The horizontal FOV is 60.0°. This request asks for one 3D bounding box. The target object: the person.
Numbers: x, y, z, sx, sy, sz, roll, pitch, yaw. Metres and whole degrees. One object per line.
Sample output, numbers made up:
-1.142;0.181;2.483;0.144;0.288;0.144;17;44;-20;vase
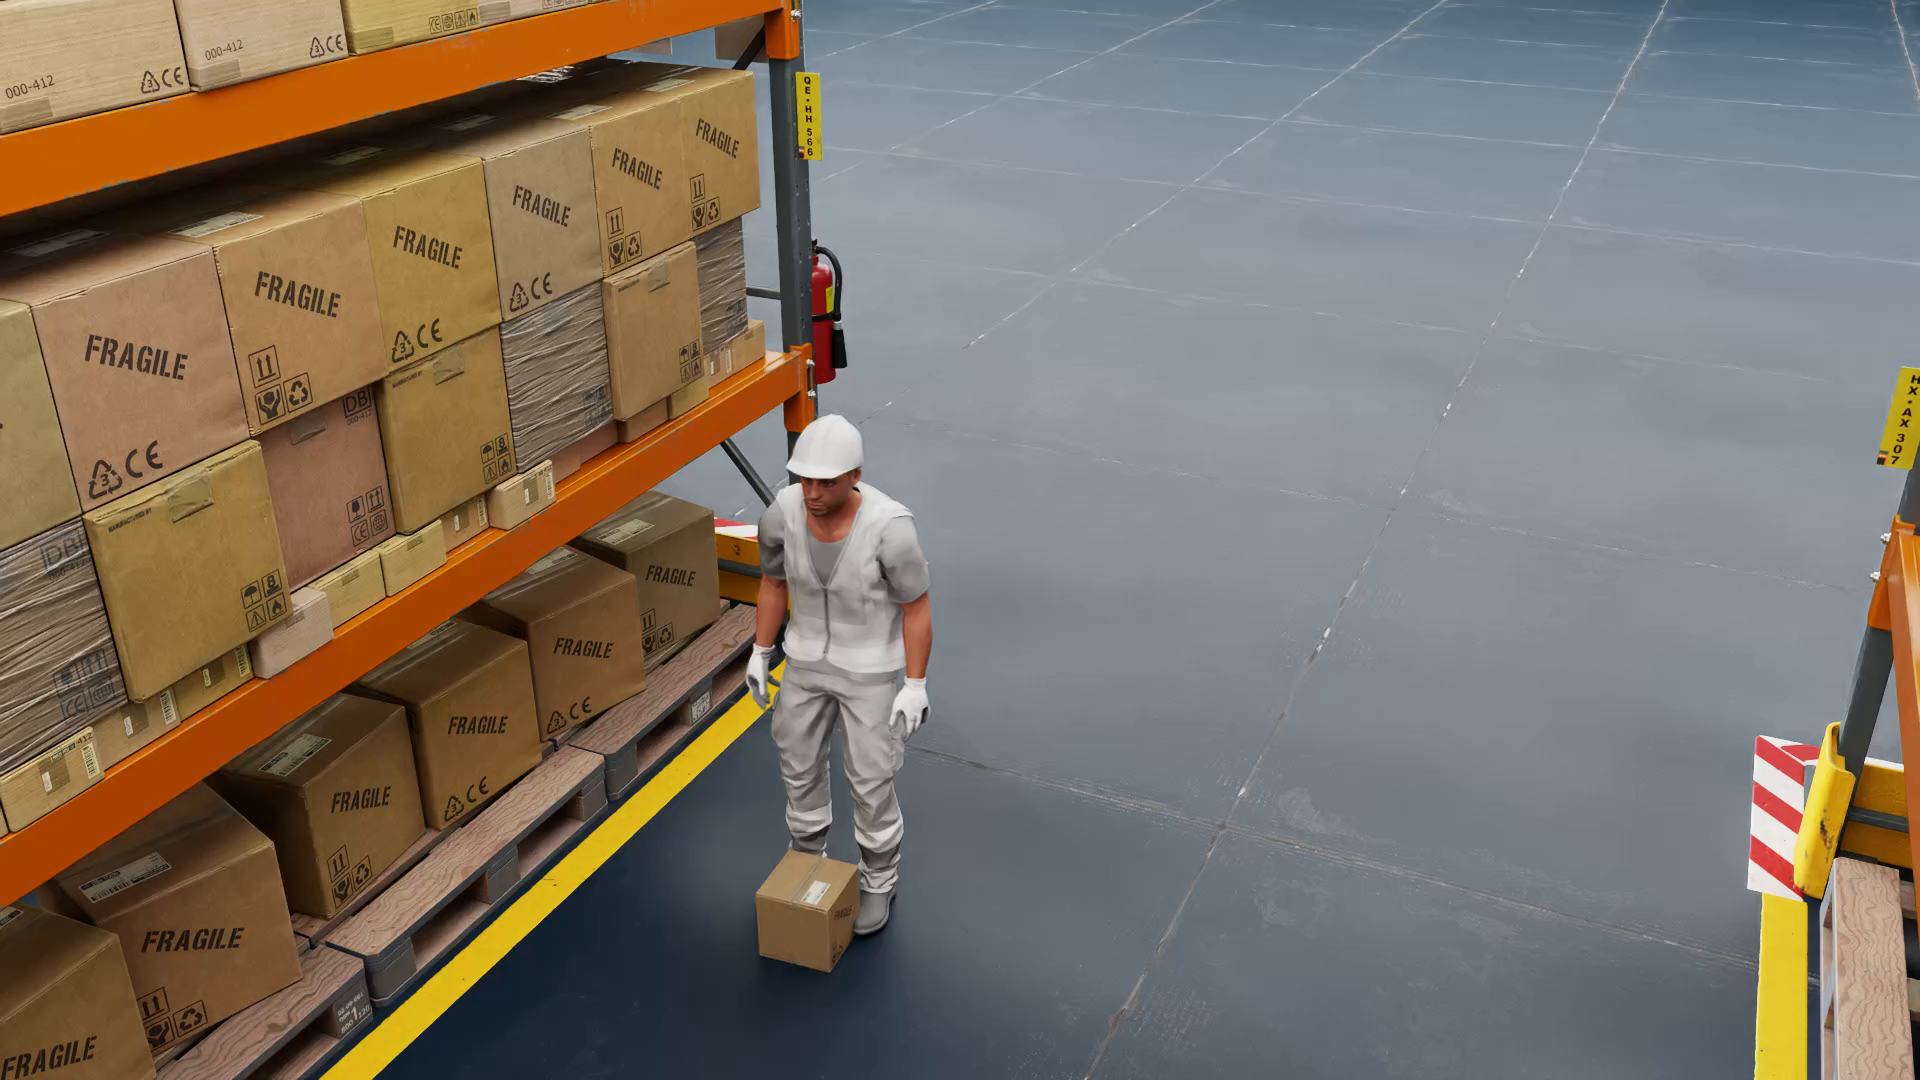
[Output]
-0.379;0.423;5.223;0.623;1.780;0.446;10;28;20;person
